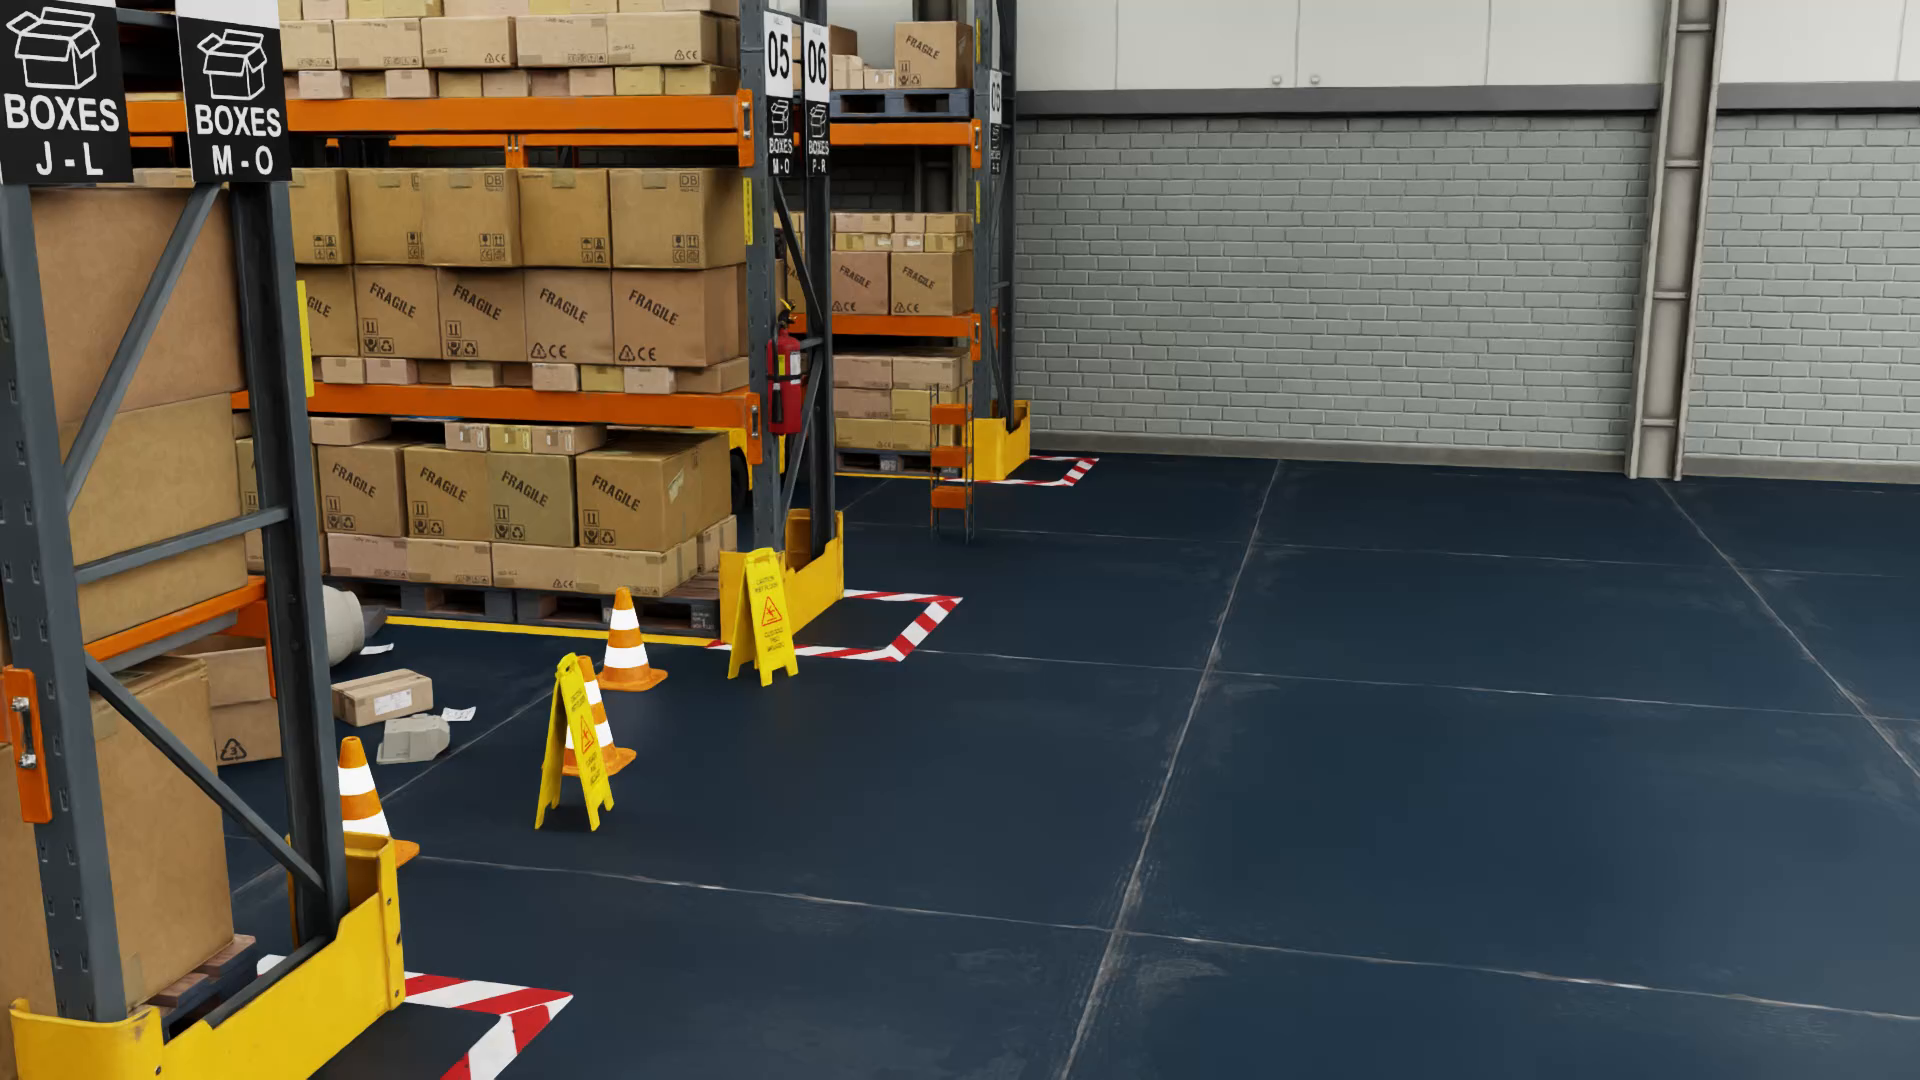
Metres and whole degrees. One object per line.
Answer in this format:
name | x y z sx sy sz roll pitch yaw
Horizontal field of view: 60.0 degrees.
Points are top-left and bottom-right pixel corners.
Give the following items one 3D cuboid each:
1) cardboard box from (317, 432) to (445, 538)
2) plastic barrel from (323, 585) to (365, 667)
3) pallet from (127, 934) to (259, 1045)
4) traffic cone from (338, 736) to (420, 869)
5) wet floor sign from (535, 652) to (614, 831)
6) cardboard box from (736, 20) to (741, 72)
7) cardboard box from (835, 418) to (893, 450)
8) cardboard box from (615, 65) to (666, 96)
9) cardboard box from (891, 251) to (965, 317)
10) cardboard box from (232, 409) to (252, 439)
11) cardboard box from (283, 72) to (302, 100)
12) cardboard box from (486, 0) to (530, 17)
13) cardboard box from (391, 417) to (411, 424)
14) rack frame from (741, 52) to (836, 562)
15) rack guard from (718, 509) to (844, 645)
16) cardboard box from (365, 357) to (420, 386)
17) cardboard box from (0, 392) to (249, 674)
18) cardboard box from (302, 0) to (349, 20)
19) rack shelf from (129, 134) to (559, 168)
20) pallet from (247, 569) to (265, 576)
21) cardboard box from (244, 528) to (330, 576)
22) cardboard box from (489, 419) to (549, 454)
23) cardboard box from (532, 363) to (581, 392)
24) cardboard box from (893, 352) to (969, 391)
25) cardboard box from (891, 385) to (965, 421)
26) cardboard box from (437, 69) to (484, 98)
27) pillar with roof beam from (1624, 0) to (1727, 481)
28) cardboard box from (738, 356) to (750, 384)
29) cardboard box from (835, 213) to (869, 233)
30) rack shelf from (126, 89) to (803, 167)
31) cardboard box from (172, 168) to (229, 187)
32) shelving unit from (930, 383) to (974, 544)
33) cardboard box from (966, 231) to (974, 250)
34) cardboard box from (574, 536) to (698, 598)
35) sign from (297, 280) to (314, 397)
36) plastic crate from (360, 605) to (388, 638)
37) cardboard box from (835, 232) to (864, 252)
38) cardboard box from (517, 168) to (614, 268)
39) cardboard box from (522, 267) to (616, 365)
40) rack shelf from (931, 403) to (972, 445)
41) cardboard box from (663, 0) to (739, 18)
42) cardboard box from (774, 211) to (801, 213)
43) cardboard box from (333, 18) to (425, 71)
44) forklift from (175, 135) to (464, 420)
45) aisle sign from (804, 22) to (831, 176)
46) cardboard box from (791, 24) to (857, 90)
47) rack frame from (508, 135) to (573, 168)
cardboard box | -3.249 -0.323 9.411 0.500 0.500 0.500 4 13 16
plastic barrel | -3.267 0.442 8.263 0.512 0.421 0.421 -9 15 -35
pallet | -2.782 1.356 4.635 1.213 0.211 1.003 3 13 14
traffic cone | -2.162 0.932 5.965 0.334 0.463 0.336 3 13 14
wet floor sign | -1.485 0.754 6.345 0.232 0.644 0.267 1 13 4
cardboard box | -1.324 -2.645 8.965 0.500 0.250 0.500 3 13 13
cardboard box | -0.726 -0.919 13.829 0.500 0.250 0.500 3 13 14
cardboard box | -1.562 -2.334 8.483 0.250 0.149 0.380 3 13 14
cardboard box | -0.254 -2.090 13.496 0.500 0.500 0.500 3 13 12
cardboard box | -4.168 -0.673 9.492 0.250 0.149 0.380 3 13 14
cardboard box | -3.541 -2.456 9.031 0.250 0.149 0.380 3 13 12
cardboard box | -2.261 -2.782 8.662 0.250 0.149 0.380 3 13 14
cardboard box | -3.650 -0.463 10.041 0.500 0.500 0.500 3 13 15
rack frame | -0.899 -1.027 8.935 0.127 3.000 1.000 3 13 14
rack guard | -0.973 0.190 9.224 0.348 0.500 1.175 3 13 14
cardboard box | -3.063 -0.952 9.180 0.250 0.149 0.380 3 13 13
cardboard box | -2.358 -0.063 4.248 0.550 0.550 0.875 3 13 14
cardboard box | -3.278 -2.824 8.851 0.250 0.149 0.380 3 13 13
rack shelf | -5.539 -3.495 14.797 4.000 0.370 1.077 3 13 14
pallet | -4.122 0.155 10.050 1.213 0.211 1.003 3 13 14
cardboard box | -3.754 0.016 9.615 0.500 0.250 0.500 4 13 17
cardboard box | -2.355 -0.577 9.061 0.250 0.149 0.380 3 13 14
cardboard box | -2.087 -0.893 8.913 0.250 0.149 0.380 3 13 15
cardboard box | -0.235 -1.380 13.597 0.500 0.250 0.500 4 13 15
cardboard box | -0.261 -1.137 13.657 0.500 0.250 0.500 3 13 13
cardboard box | -2.549 -2.400 8.782 0.250 0.149 0.380 3 13 12
pillar with roof beam | 4.620 -4.008 8.525 0.400 9.000 9.100 3 13 14
cardboard box | -1.179 -0.965 9.238 0.250 0.149 0.380 3 13 14
cardboard box | -0.843 -2.598 13.604 0.250 0.149 0.380 3 13 14
rack shelf | -2.841 -2.244 9.156 4.000 0.370 1.077 3 13 14
cardboard box | -3.917 -1.817 9.271 0.500 0.500 0.700 3 13 14
shelving unit | -0.052 -0.515 11.133 0.252 1.050 0.215 3 13 14
cardboard box | 0.019 -2.508 13.885 0.250 0.149 0.380 3 13 12
cardboard box | -1.772 0.124 9.127 0.500 0.250 0.500 3 13 13
sign | -1.848 -0.558 4.642 0.005 0.325 0.100 3 13 14
plastic crate | -3.455 0.445 9.043 0.583 0.080 0.402 -1 13 -6
cardboard box | -0.848 -2.444 13.595 0.250 0.149 0.380 3 13 13
cardboard box | -1.937 -1.717 8.822 0.500 0.500 0.700 3 13 14
cardboard box | -1.977 -1.218 8.880 0.500 0.500 0.500 3 13 14
rack shelf | -0.052 -0.782 11.073 0.240 0.259 0.215 3 13 14
cardboard box | -1.298 -2.713 8.351 0.250 0.149 0.380 3 13 14
cardboard box | -1.483 -2.730 14.198 0.250 0.149 0.380 3 13 14
cardboard box | -2.944 -2.611 8.810 0.500 0.250 0.500 3 13 14
forklift | -5.091 -1.805 12.603 3.031 2.935 1.130 4 13 18
aisle sign | -0.765 -2.358 8.933 0.004 0.787 0.394 3 13 14
cardboard box | -1.172 -3.884 13.456 0.500 0.500 0.700 3 13 14
rack frame | -3.597 -2.278 14.577 0.127 3.000 1.000 3 13 14
